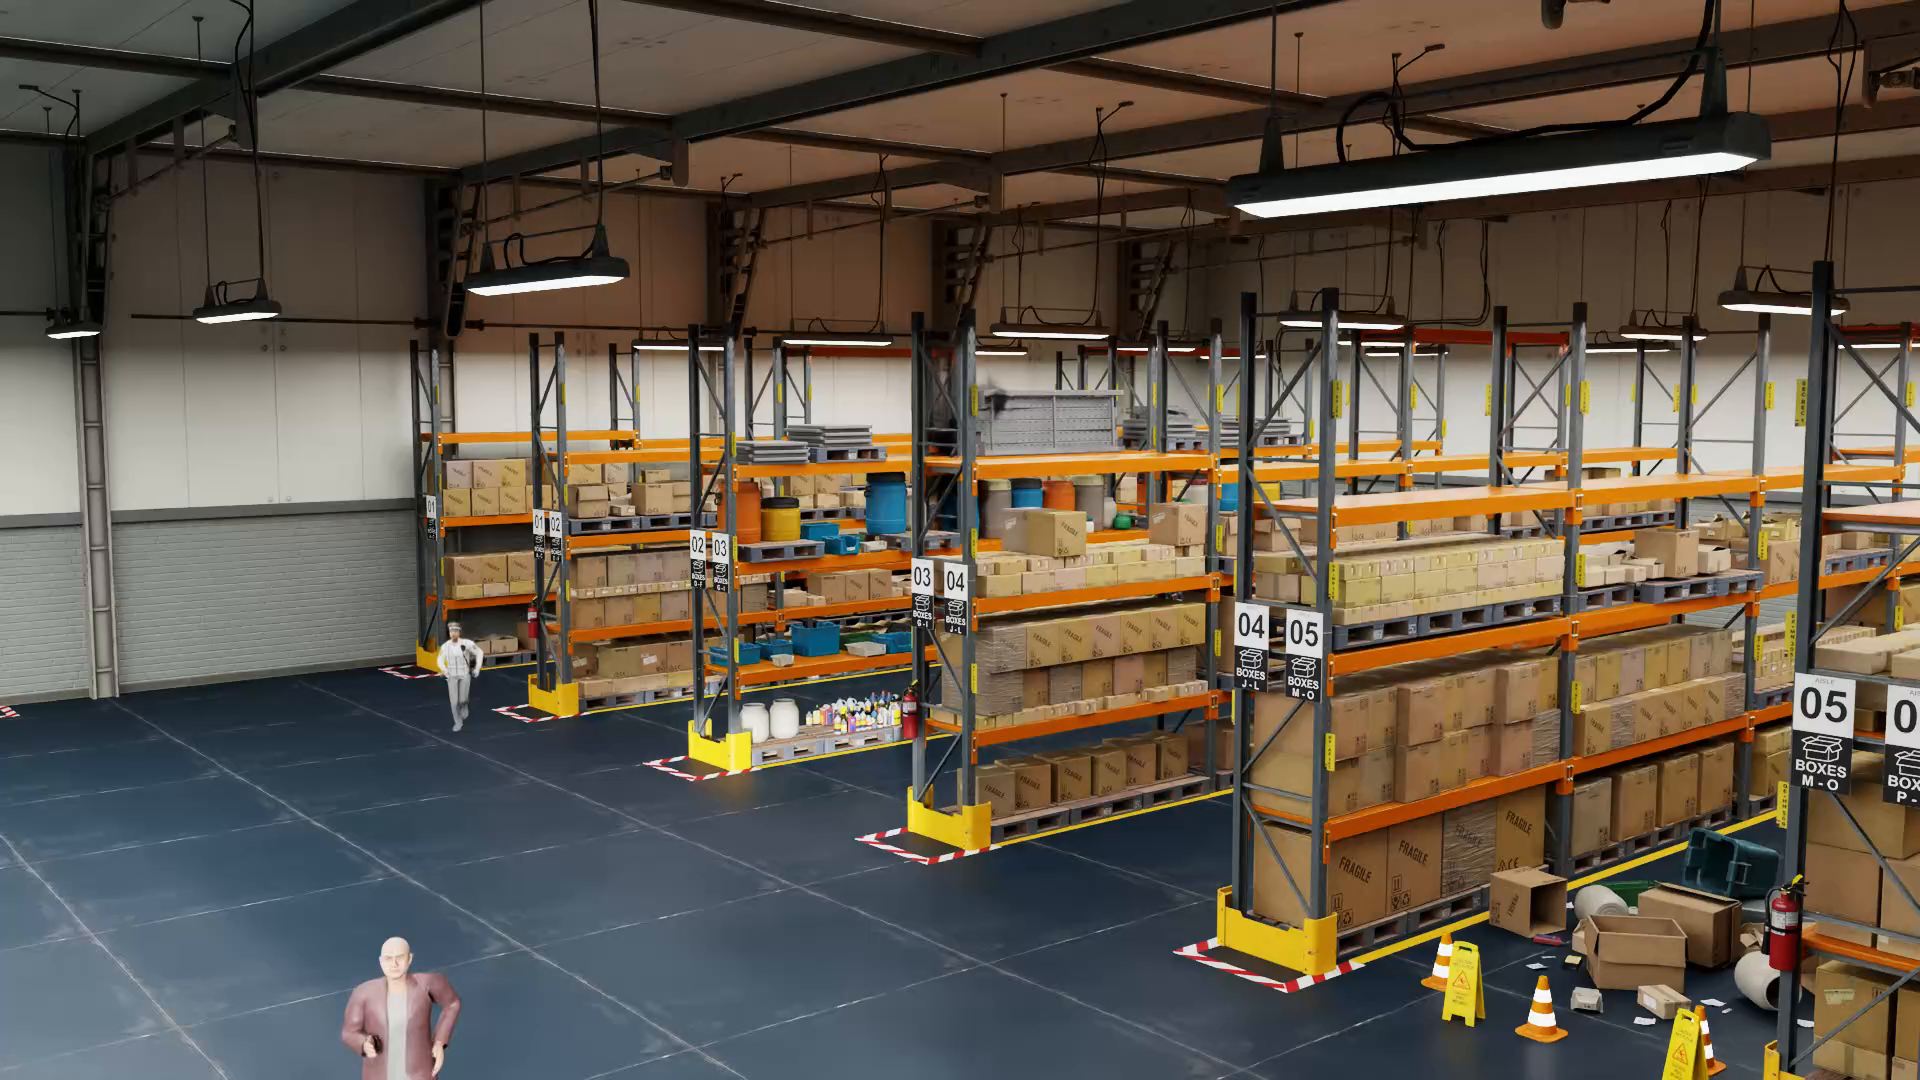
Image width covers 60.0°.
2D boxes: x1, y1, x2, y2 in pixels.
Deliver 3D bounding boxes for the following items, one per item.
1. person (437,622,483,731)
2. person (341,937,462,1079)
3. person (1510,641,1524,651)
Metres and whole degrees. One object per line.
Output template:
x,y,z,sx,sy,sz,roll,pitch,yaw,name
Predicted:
-7.509,2.047,24.933,0.651,1.656,0.596,-1,5,-6,person
-3.434,3.348,10.217,0.688,1.814,0.754,-1,5,-11,person
7.724,2.163,23.155,0.943,1.699,0.673,-5,7,-42,person
